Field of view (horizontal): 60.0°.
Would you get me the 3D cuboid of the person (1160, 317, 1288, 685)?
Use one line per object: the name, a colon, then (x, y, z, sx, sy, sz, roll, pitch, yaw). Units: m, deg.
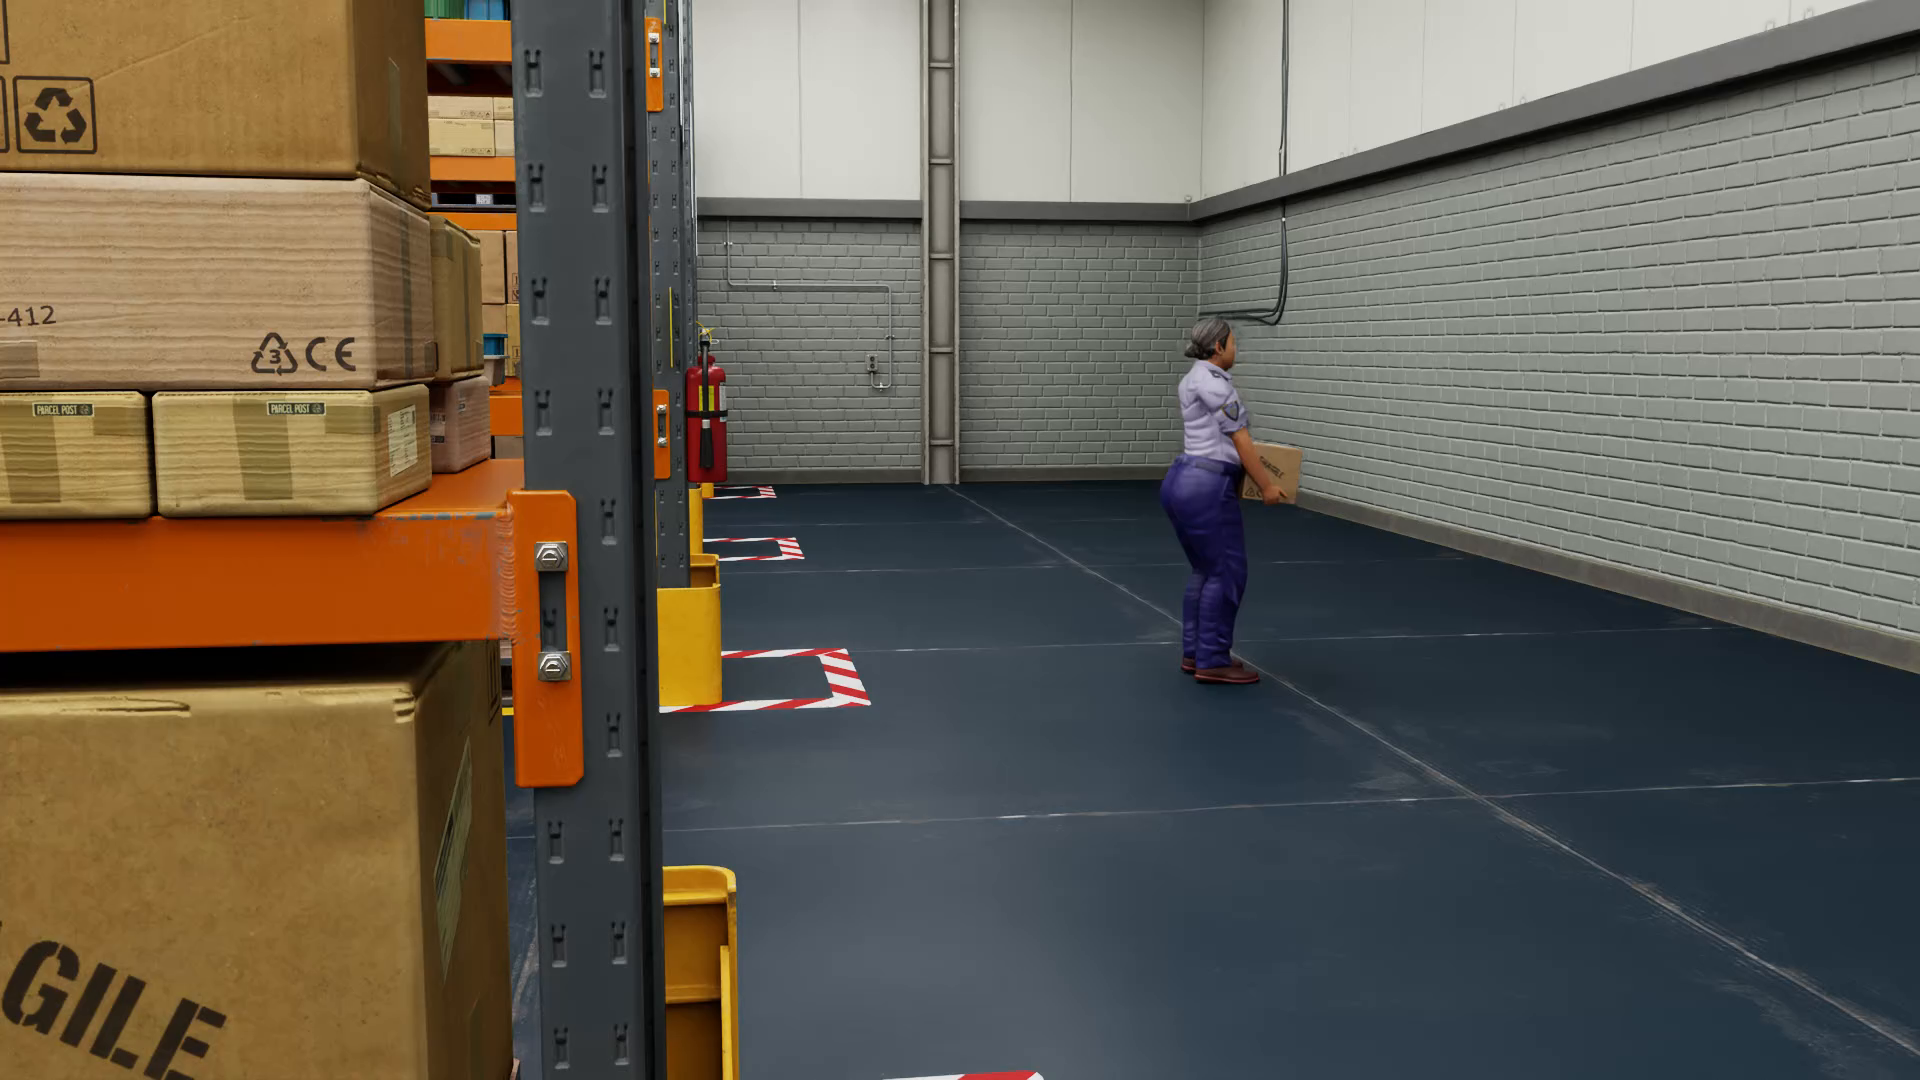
person: (1.186, -0.184, 7.548, 0.529, 1.646, 0.434, -1, 7, -9)
